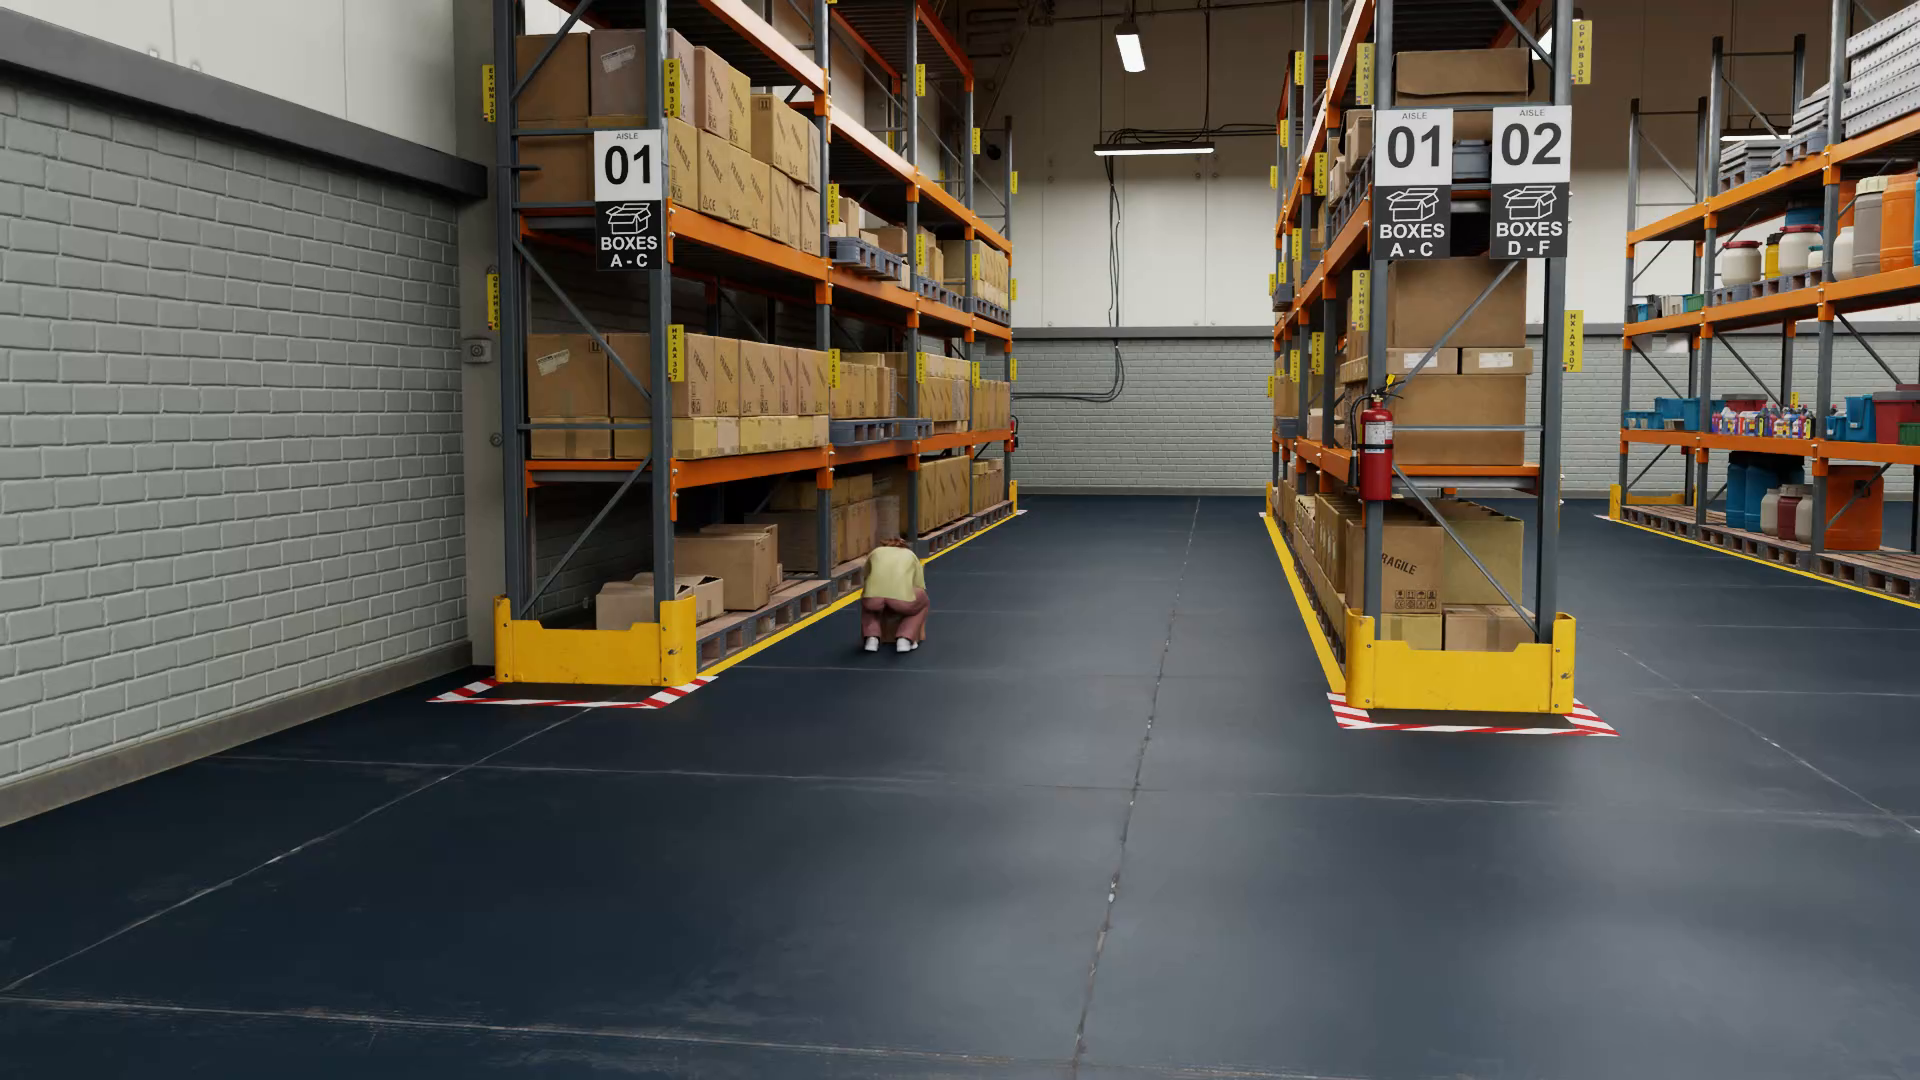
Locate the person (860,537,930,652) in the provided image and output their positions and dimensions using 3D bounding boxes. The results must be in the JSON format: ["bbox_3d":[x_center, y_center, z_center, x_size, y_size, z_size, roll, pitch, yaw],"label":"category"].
[{"bbox_3d":[-0.456,0.387,11.296,0.476,0.806,0.833,1,5,8],"label":"person"}]
